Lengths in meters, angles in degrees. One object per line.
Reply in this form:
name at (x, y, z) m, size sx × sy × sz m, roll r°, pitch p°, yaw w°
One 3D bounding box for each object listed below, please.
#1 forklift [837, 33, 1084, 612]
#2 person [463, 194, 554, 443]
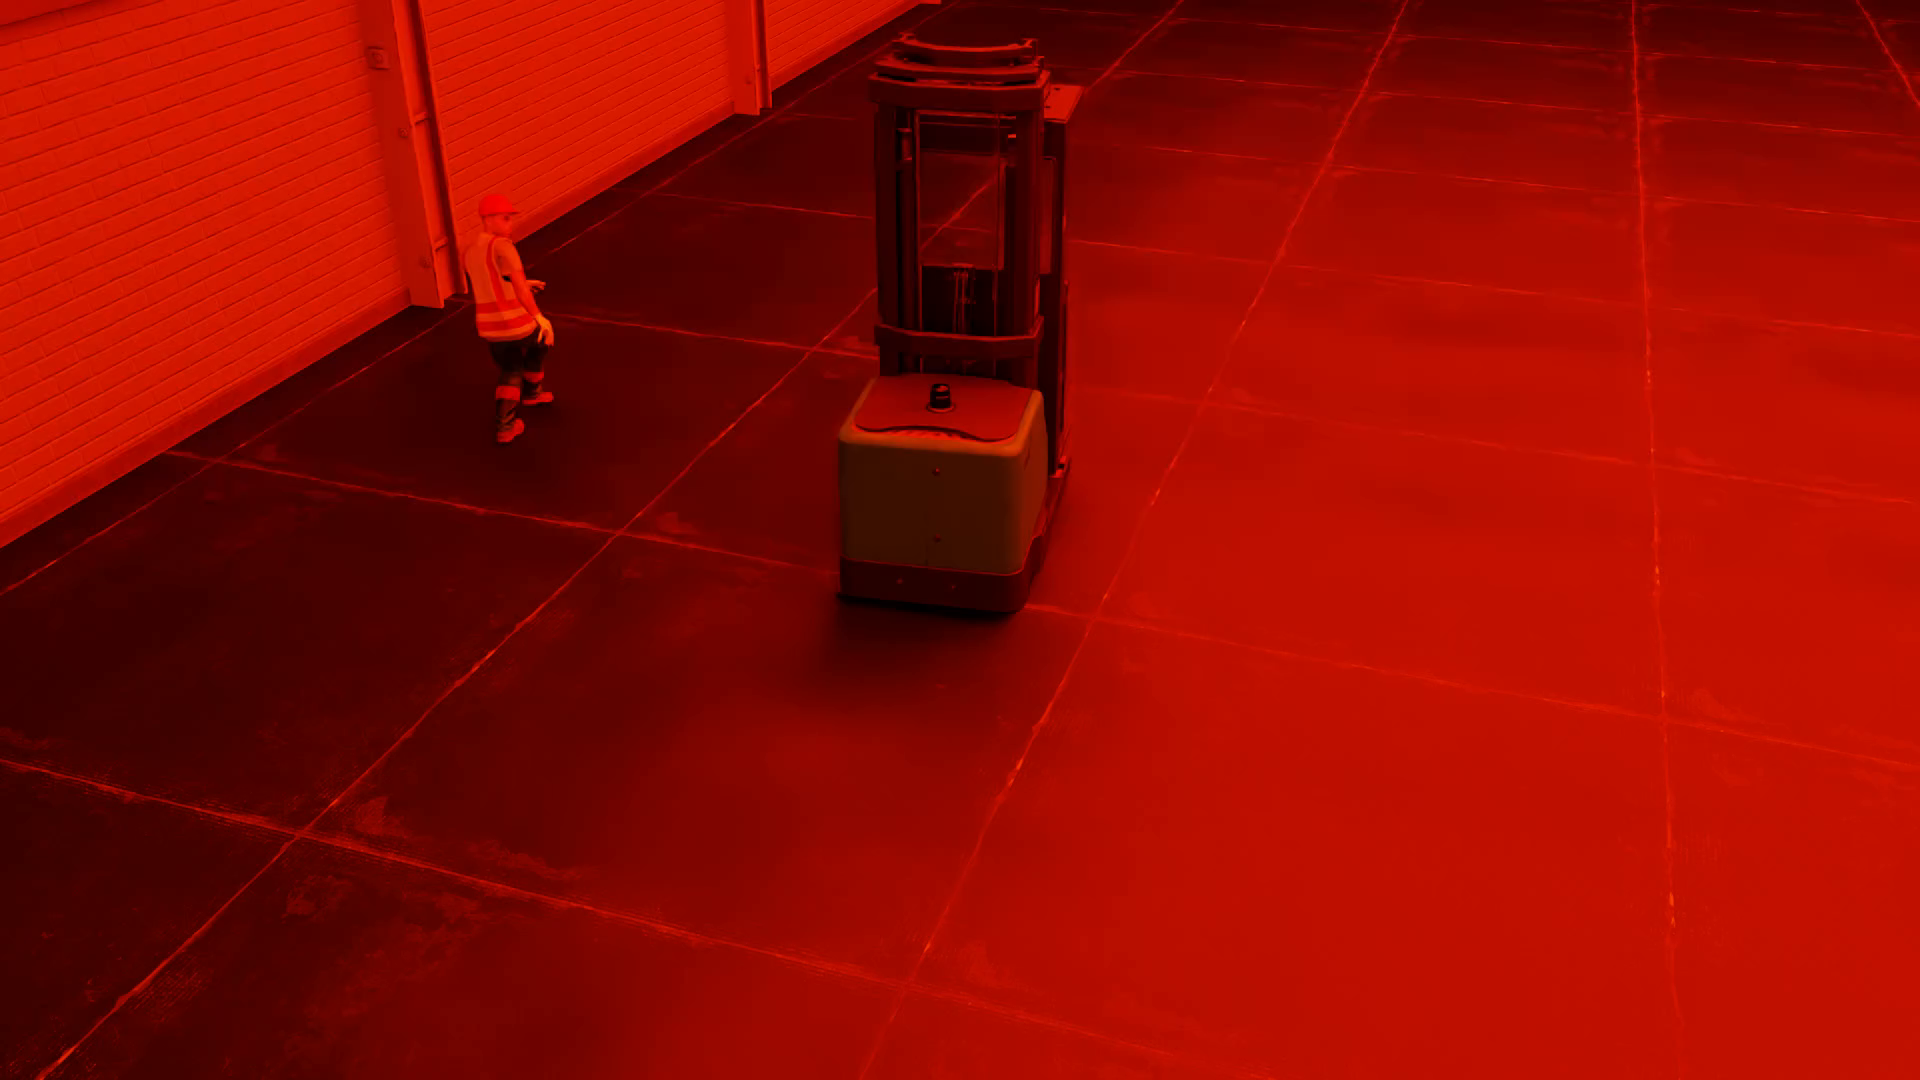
forklift at (0.107, -1.586, 9.919) m, size 1.130 × 2.935 × 3.031 m, roll 6°, pitch 30°, yaw 10°
person at (-2.893, -1.501, 11.113) m, size 0.785 × 1.610 × 0.814 m, roll 10°, pitch 31°, yaw 16°
